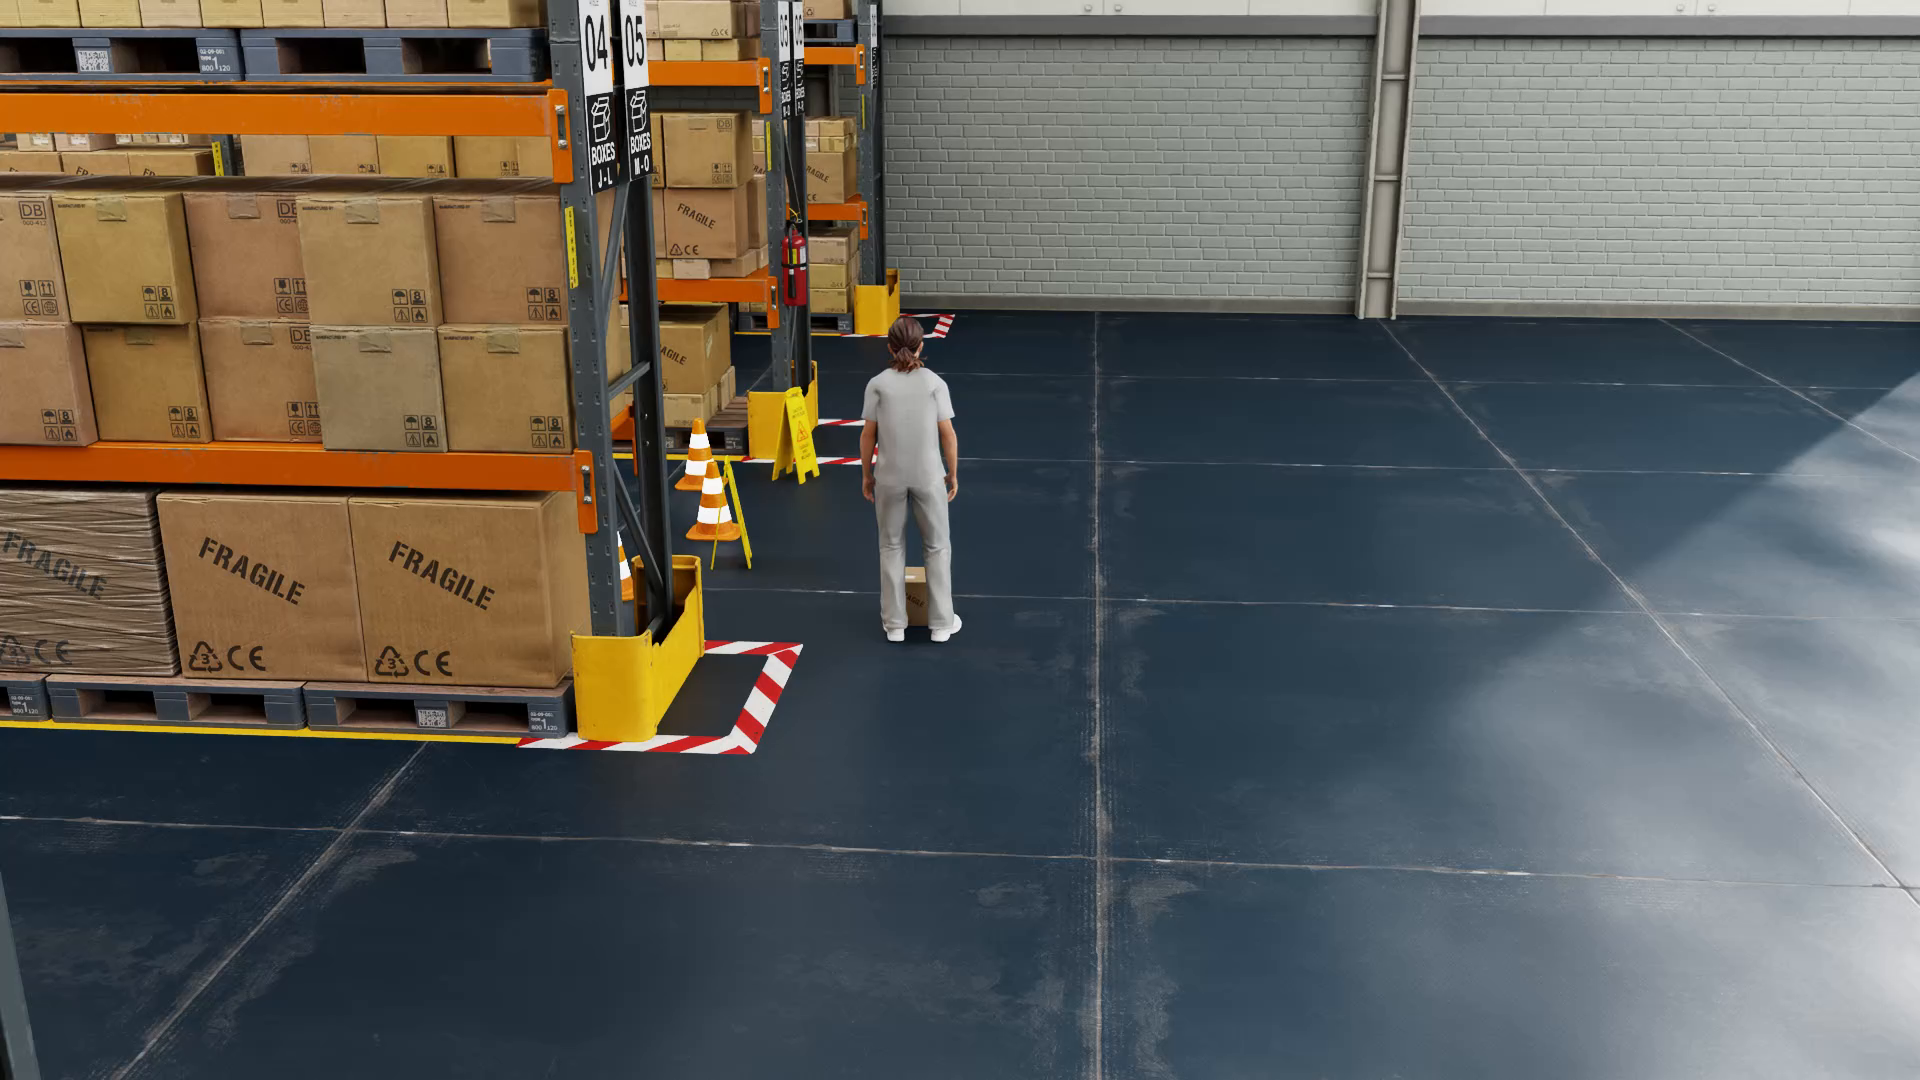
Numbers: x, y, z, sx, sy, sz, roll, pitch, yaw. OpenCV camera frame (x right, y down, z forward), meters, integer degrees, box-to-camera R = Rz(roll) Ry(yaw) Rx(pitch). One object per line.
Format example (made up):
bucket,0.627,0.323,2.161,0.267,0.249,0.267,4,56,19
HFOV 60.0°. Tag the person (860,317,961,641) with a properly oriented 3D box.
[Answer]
person,-0.251,-0.300,8.499,0.508,1.673,0.349,1,18,2
